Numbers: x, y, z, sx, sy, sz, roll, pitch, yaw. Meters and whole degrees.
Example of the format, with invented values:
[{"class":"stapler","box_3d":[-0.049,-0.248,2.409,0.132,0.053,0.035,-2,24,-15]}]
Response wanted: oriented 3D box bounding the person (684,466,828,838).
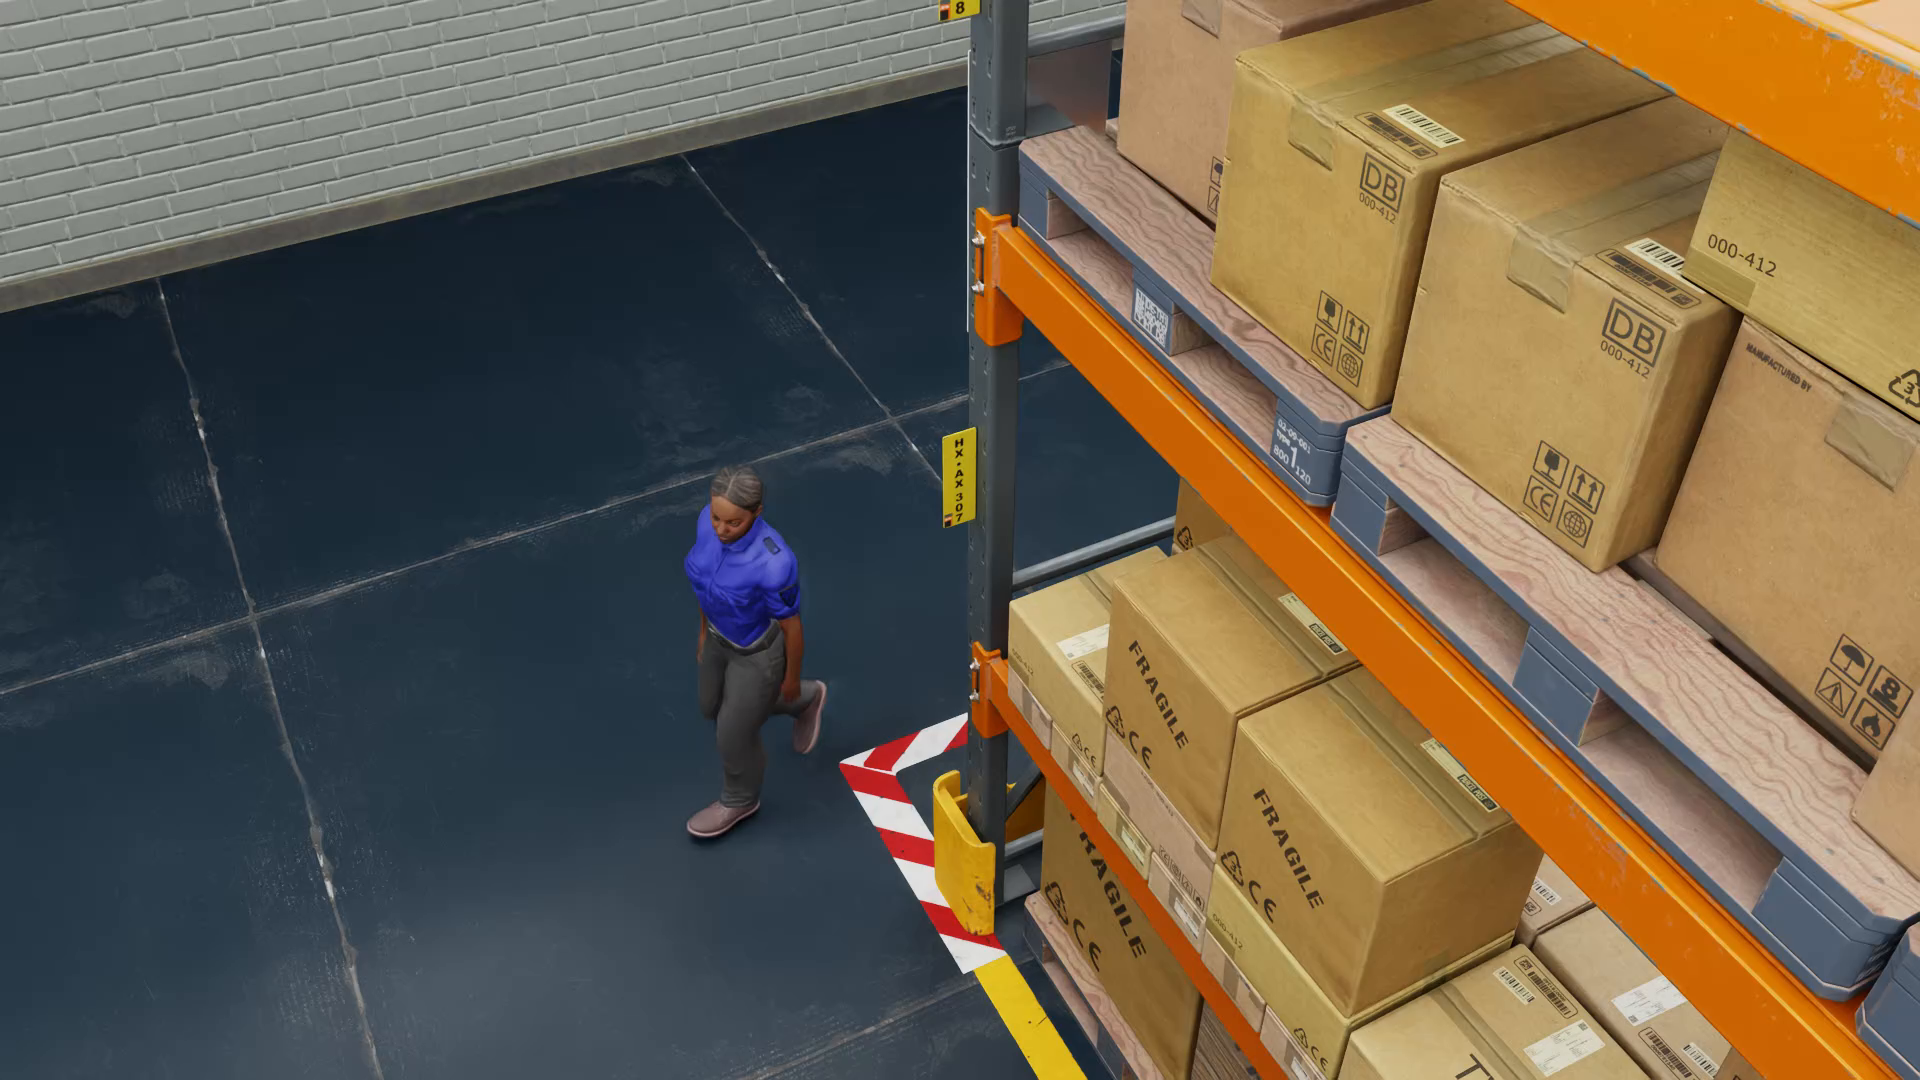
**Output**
[{"class":"person","box_3d":[-0.702,0.360,5.738,0.695,1.632,0.453,-28,49,-28]}]
